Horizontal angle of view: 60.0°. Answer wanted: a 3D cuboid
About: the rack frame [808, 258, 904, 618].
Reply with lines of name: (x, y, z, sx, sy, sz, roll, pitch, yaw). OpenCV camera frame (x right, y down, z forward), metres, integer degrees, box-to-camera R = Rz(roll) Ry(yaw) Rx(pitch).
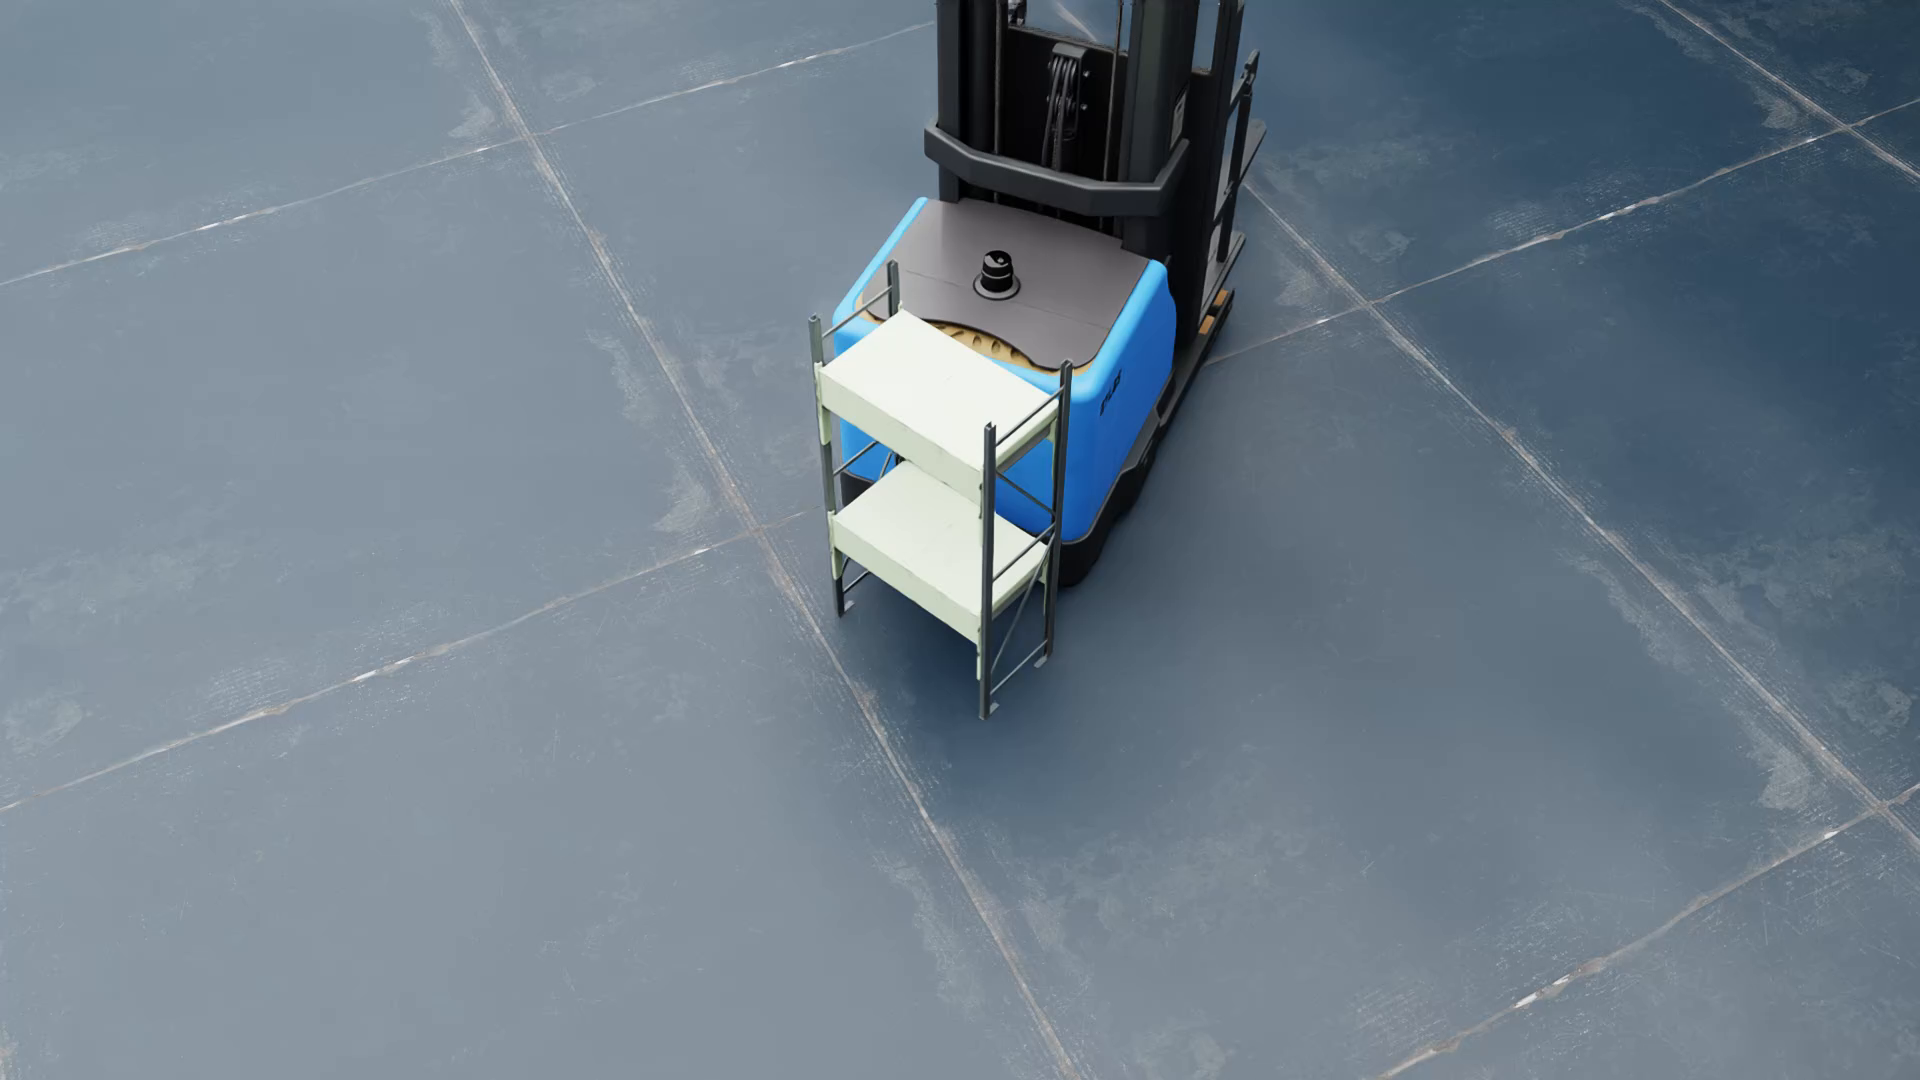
rack frame: (-0.342, -0.314, 5.920, 0.023, 1.500, 0.400, 33, 57, 26)

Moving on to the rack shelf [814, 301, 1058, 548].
rack shelf: (-0.066, -0.389, 5.468, 0.720, 0.370, 0.431, 33, 57, 26)

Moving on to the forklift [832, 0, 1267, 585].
forklift: (0.582, -1.921, 6.376, 1.130, 2.935, 3.031, 18, 51, 15)

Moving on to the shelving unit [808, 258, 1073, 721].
shelving unit: (-0.066, -0.132, 5.762, 0.755, 1.500, 0.431, 33, 57, 26)

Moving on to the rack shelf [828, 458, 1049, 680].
rack shelf: (-0.066, 0.082, 6.007, 0.720, 0.370, 0.431, 33, 57, 26)

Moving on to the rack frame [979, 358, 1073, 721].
rack frame: (0.210, 0.049, 5.604, 0.023, 1.500, 0.400, 33, 57, 26)
